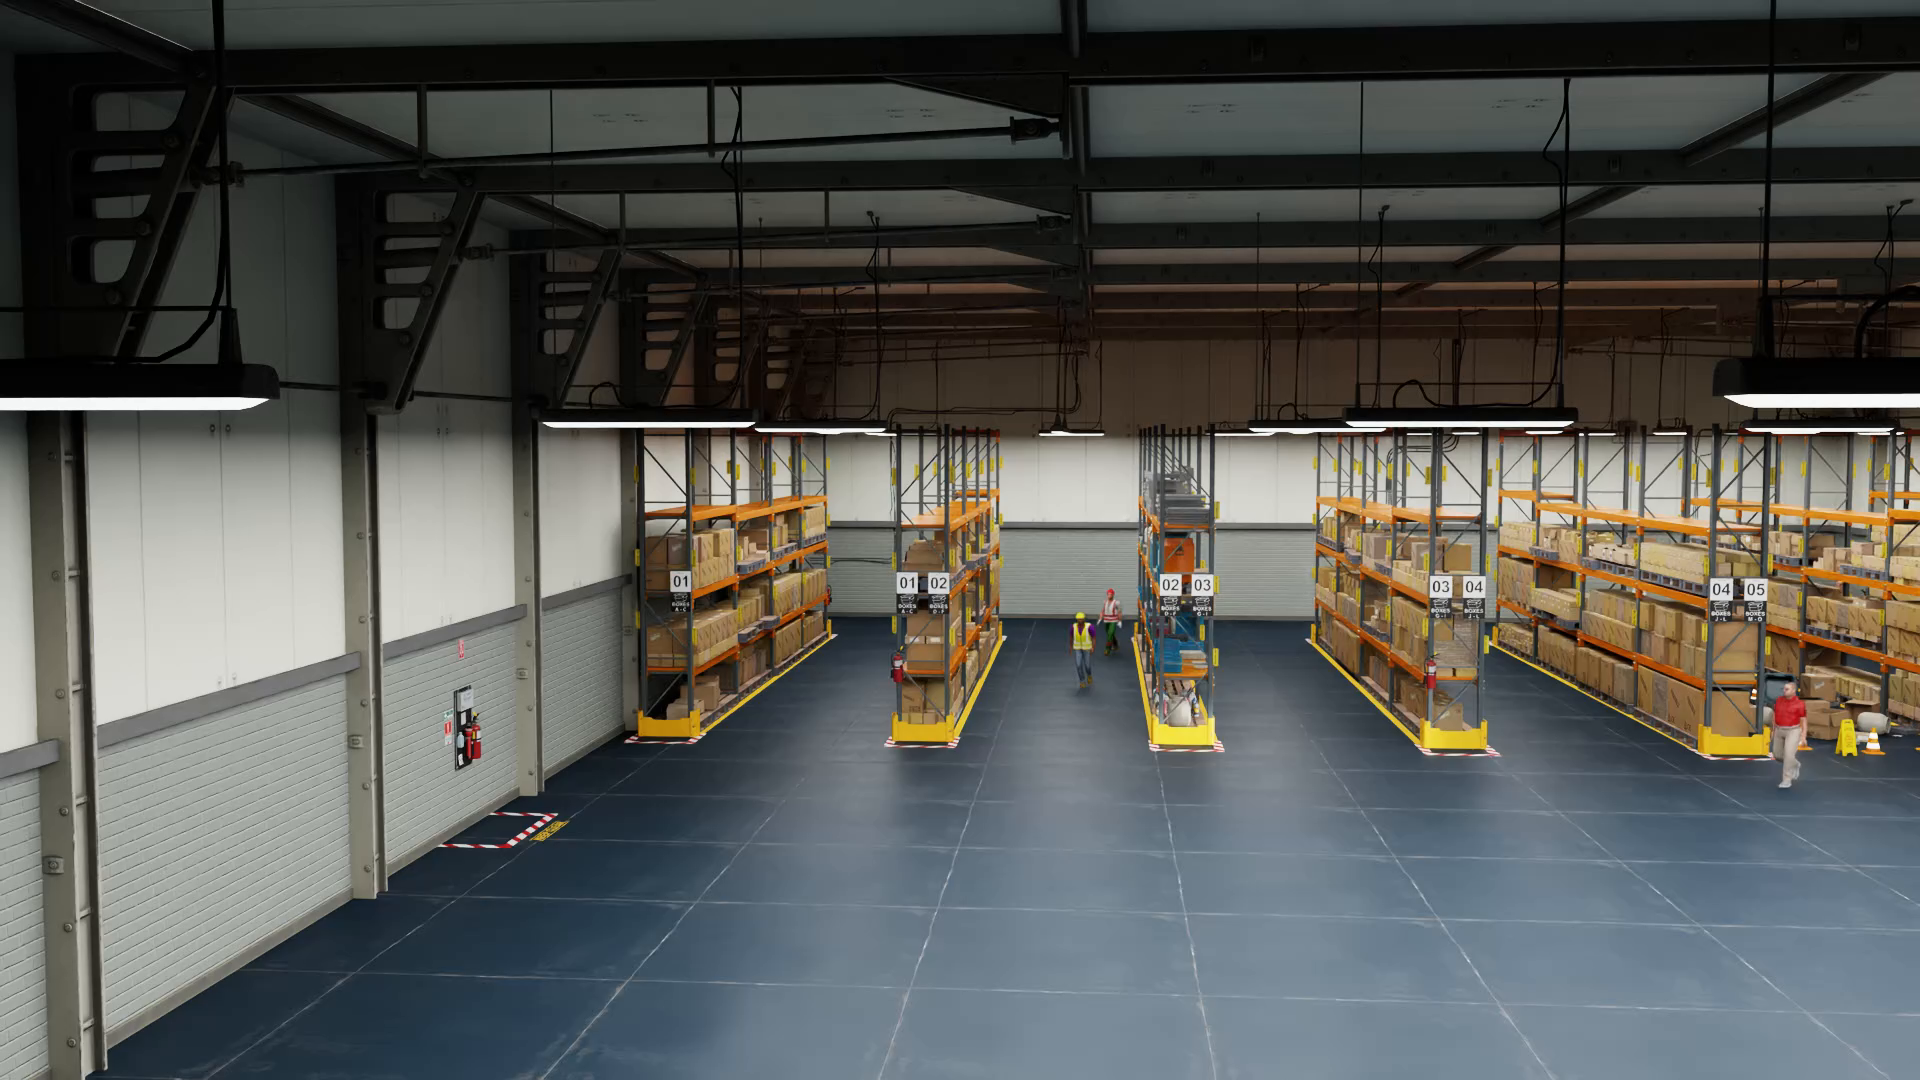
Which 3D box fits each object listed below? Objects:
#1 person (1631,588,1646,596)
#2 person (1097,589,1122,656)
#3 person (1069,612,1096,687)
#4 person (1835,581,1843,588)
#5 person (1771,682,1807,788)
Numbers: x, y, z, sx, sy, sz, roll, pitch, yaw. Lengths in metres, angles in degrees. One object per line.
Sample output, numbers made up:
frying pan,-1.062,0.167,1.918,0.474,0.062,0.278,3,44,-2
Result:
person,19.965,1.933,48.930,0.493,1.710,0.501,-1,4,-21
person,3.989,2.162,44.048,0.572,1.734,1.133,2,4,34
person,2.851,2.517,38.457,0.636,1.739,0.678,1,4,15
person,24.906,1.994,47.051,0.709,1.708,0.540,0,3,3
person,13.693,3.187,27.441,0.821,1.699,0.581,-2,4,-34
